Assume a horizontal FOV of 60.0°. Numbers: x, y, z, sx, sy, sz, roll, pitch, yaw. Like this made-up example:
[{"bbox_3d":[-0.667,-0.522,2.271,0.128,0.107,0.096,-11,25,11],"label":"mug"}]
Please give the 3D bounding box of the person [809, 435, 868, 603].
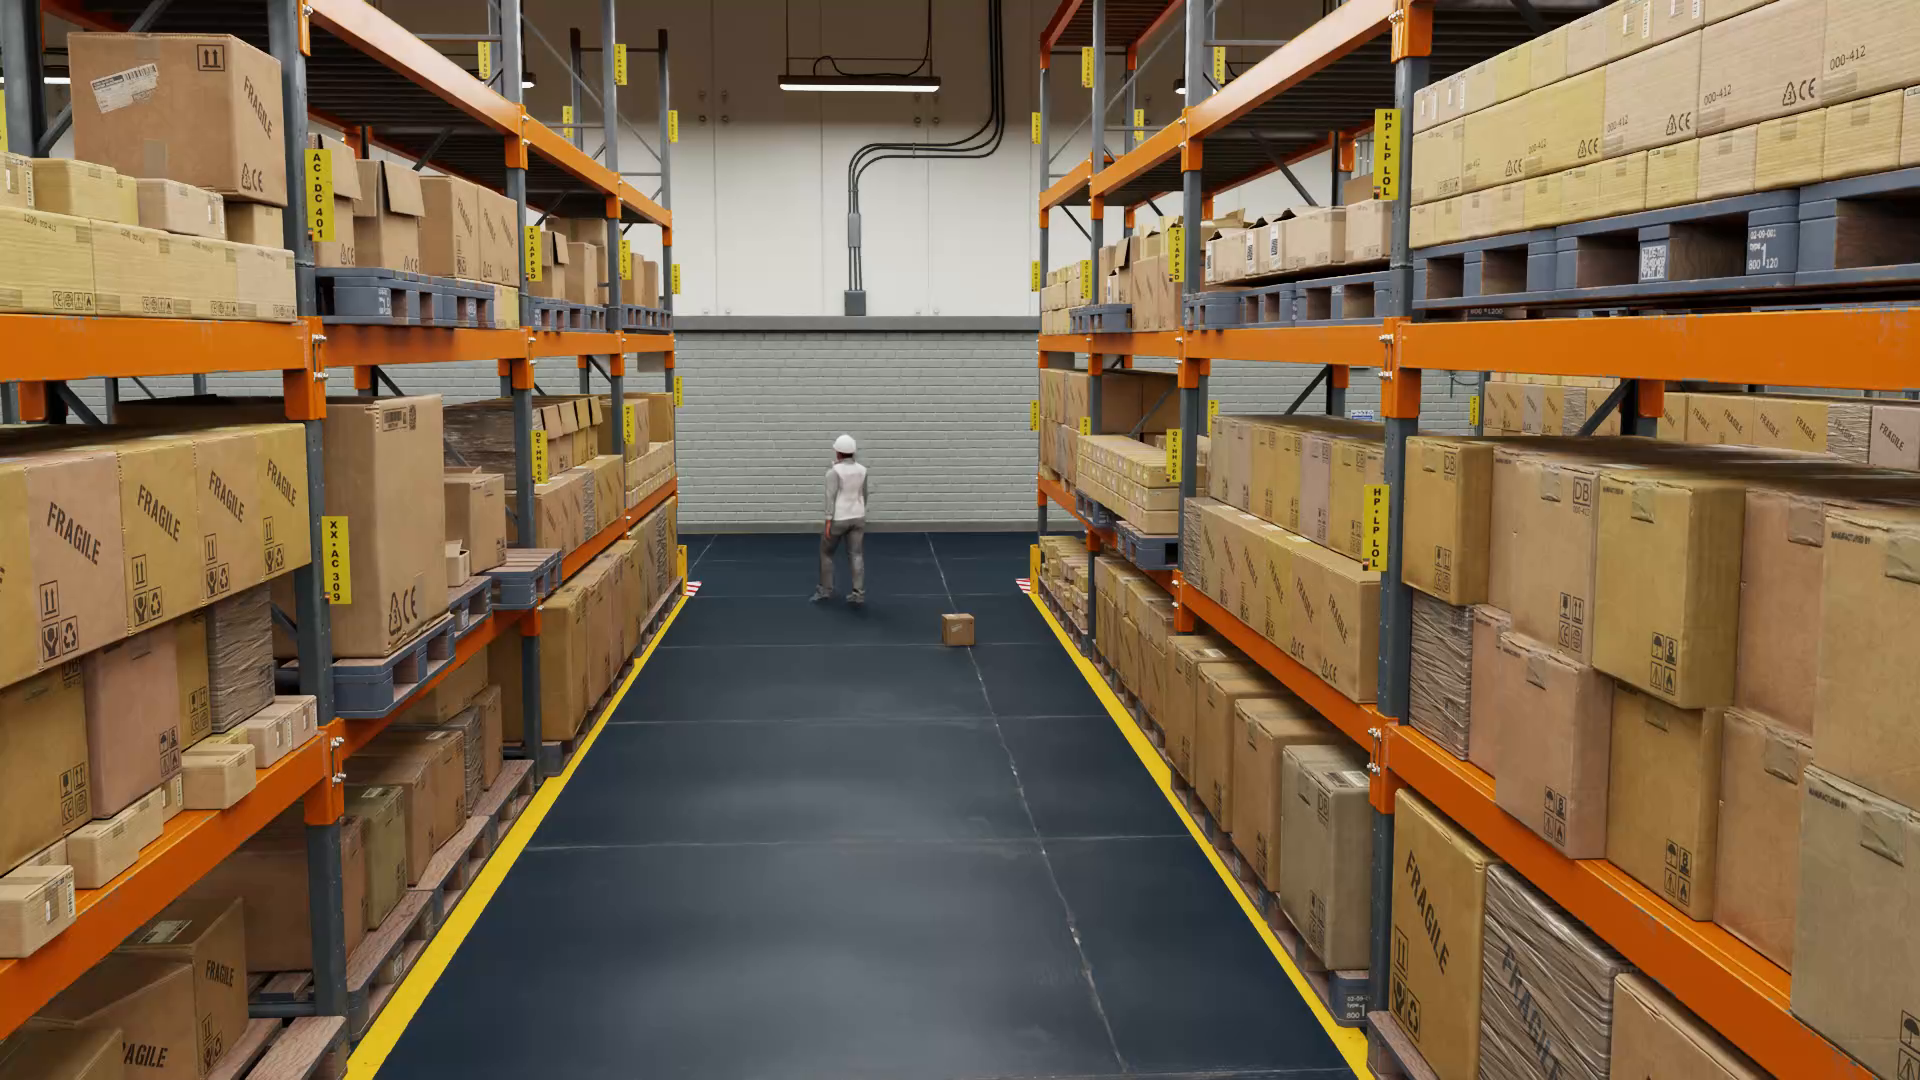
[{"bbox_3d":[-1.238,-0.204,17.403,0.570,1.797,0.790,-4,8,-33],"label":"person"}]
